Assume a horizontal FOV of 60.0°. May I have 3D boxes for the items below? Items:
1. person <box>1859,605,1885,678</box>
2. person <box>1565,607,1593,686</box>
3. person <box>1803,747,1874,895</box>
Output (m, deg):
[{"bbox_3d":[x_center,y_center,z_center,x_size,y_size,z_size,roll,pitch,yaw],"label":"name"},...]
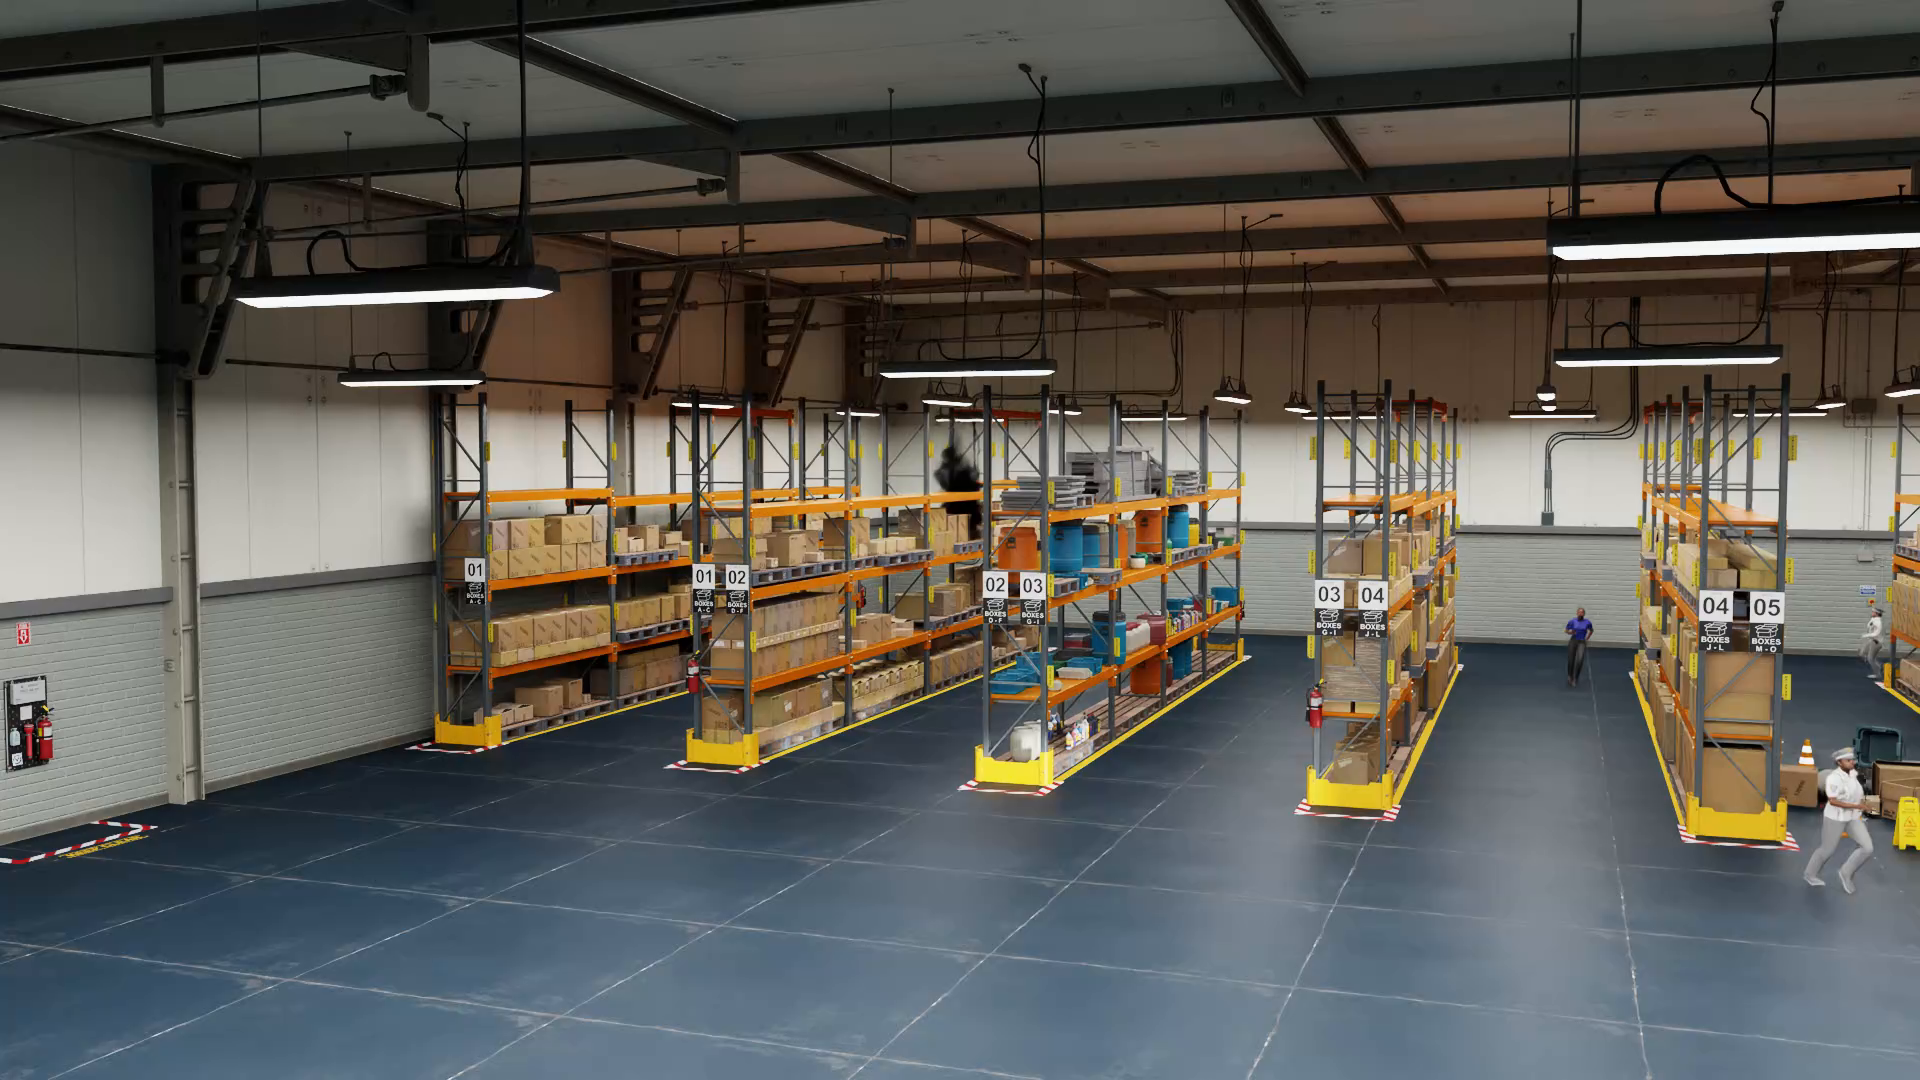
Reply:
[{"bbox_3d":[20.084,2.242,36.570,0.487,1.630,0.640,1,3,17],"label":"person"},{"bbox_3d":[13.265,2.296,35.657,0.579,1.715,0.732,1,3,22],"label":"person"},{"bbox_3d":[9.988,3.152,18.783,0.585,1.680,0.841,-1,3,-17],"label":"person"}]
